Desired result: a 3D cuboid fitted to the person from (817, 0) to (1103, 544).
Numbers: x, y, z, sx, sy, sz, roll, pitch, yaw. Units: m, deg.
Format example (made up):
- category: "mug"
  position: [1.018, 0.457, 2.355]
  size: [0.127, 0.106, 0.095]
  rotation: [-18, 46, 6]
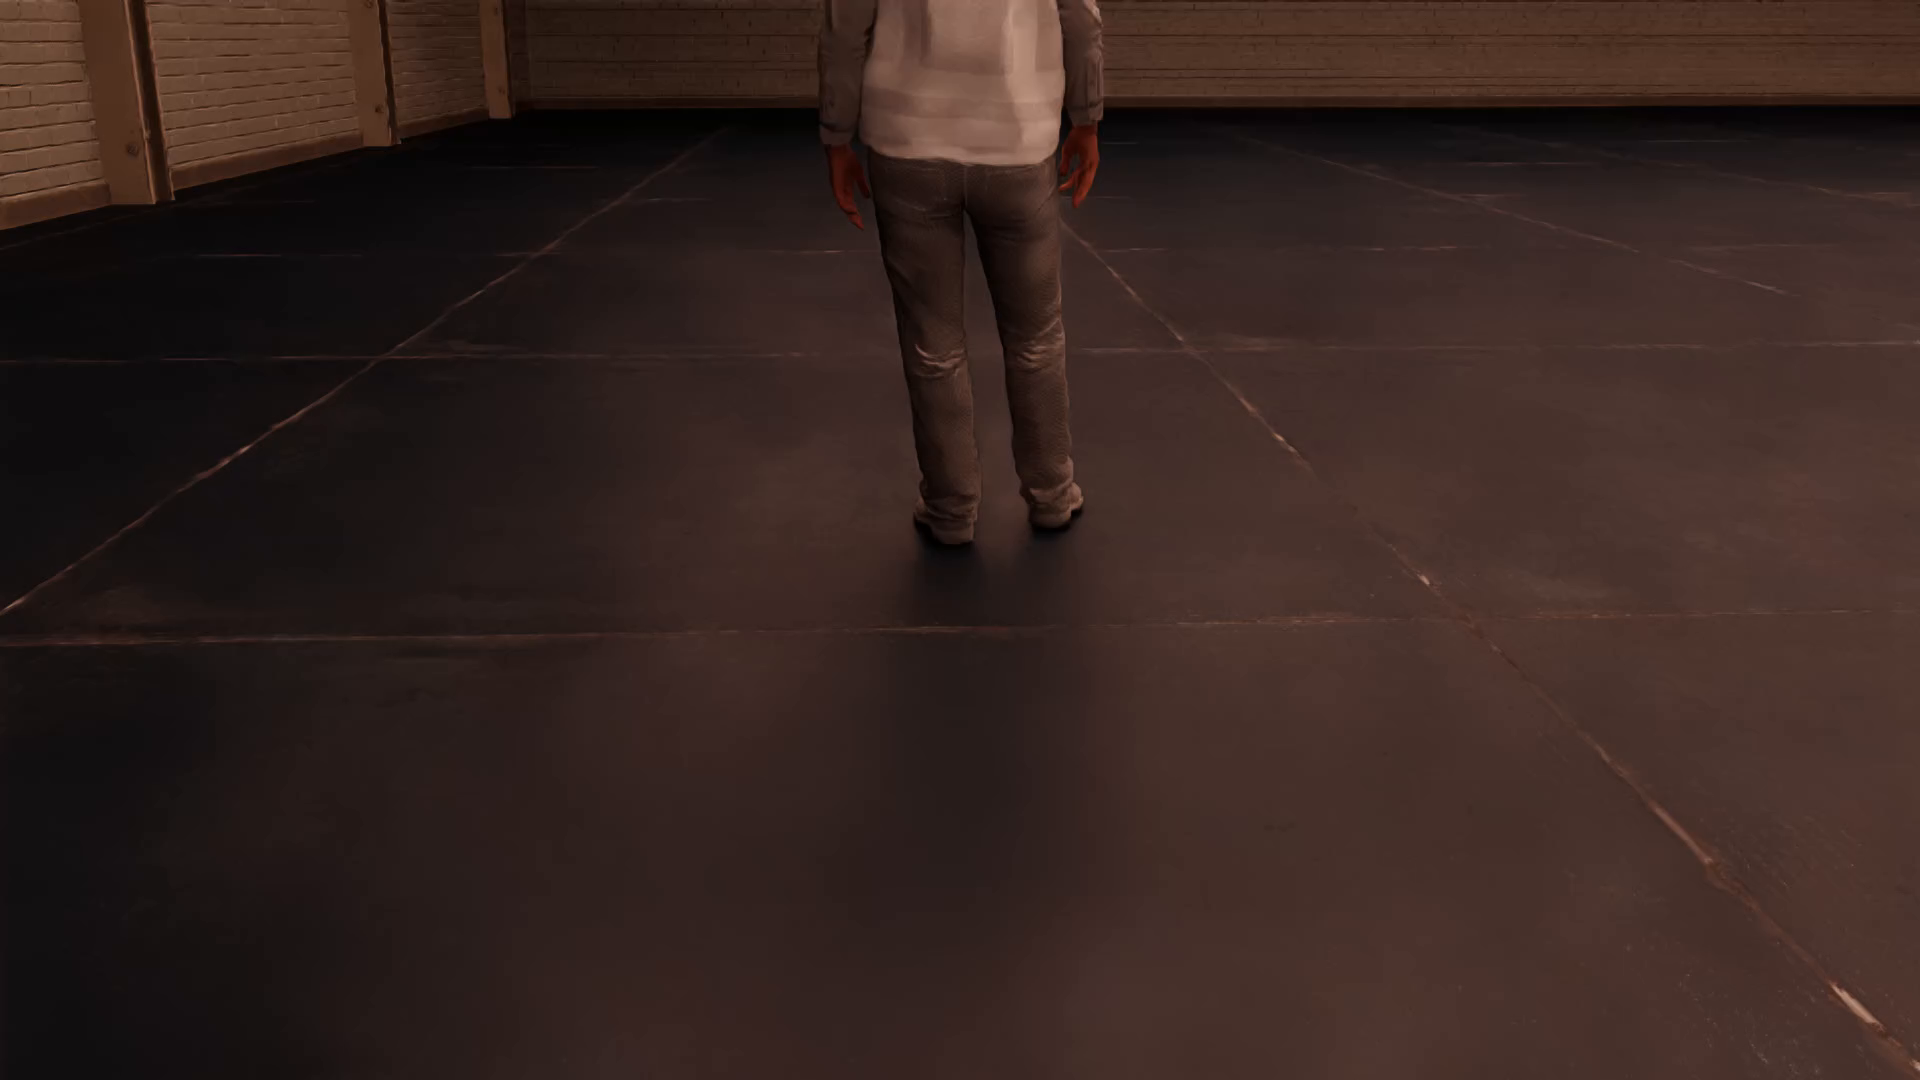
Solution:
- category: "person"
  position: [0.005, -0.874, 3.716]
  size: [0.632, 1.773, 0.567]
  rotation: [-1, 17, -3]
